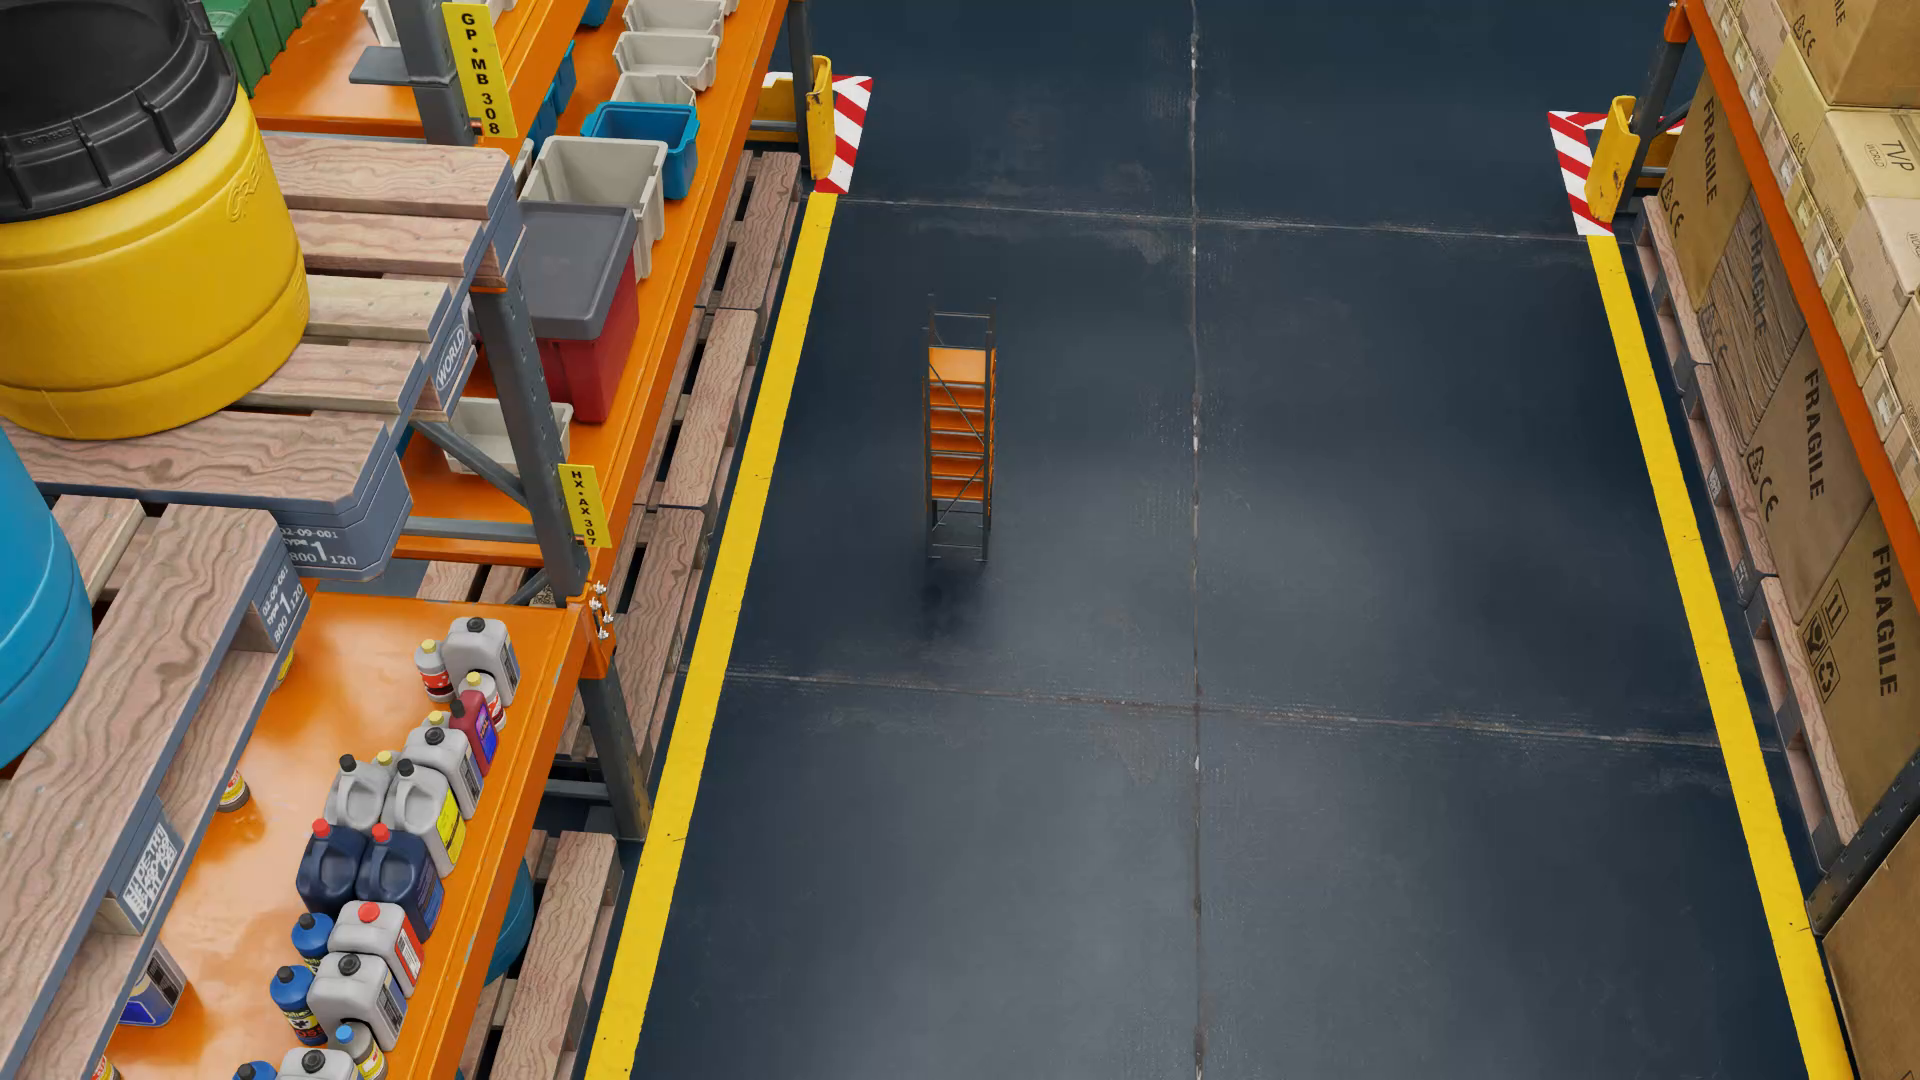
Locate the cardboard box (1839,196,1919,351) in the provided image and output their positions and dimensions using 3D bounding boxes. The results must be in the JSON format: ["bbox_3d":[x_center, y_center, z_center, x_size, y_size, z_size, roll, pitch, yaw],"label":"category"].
[{"bbox_3d":[3.215,-0.851,5.396,0.500,0.250,0.500,5,48,4],"label":"cardboard box"}]

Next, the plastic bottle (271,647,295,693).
[{"bbox_3d":[-1.945,0.246,4.525,0.144,0.351,0.185,4,48,4],"label":"plastic bottle"}]

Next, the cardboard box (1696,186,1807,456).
[{"bbox_3d":[3.648,-0.923,6.717,0.875,0.875,0.875,4,48,4],"label":"cardboard box"}]

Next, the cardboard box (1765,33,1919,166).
[{"bbox_3d":[3.307,-1.607,6.087,0.500,0.250,0.500,2,48,2],"label":"cardboard box"}]

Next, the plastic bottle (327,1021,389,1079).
[{"bbox_3d":[-1.376,1.167,3.785,0.097,0.201,0.097,0,48,0],"label":"plastic bottle"}]

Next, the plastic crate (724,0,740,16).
[{"bbox_3d":[-1.116,-2.296,6.955,0.396,0.136,0.243,4,48,4],"label":"plastic crate"}]

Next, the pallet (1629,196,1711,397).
[{"bbox_3d":[3.715,-1.109,7.621,1.003,0.211,1.213,4,48,4],"label":"pallet"}]

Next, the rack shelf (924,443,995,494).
[{"bbox_3d":[-0.001,-0.283,6.419,0.258,0.103,0.180,4,48,4],"label":"rack shelf"}]

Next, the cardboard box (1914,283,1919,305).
[{"bbox_3d":[3.171,-0.730,4.777,0.500,0.500,0.500,4,48,4],"label":"cardboard box"}]

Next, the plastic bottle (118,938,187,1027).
[{"bbox_3d":[-1.941,1.010,3.877,0.152,0.276,0.135,4,48,4],"label":"plastic bottle"}]

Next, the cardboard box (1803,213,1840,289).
[{"bbox_3d":[3.188,-0.996,5.799,0.380,0.149,0.250,5,48,4],"label":"cardboard box"}]

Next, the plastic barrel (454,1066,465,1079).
[{"bbox_3d":[-1.718,1.449,4.530,0.600,0.901,0.708,4,48,4],"label":"plastic barrel"}]

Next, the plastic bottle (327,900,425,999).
[{"bbox_3d":[-1.380,0.955,3.927,0.152,0.276,0.135,4,48,4],"label":"plastic bottle"}]

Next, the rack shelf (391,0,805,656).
[{"bbox_3d":[-1.405,-1.264,6.361,1.077,0.370,4.000,4,48,4],"label":"rack shelf"}]

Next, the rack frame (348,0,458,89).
[{"bbox_3d":[-1.587,-2.062,2.537,1.000,3.000,0.127,4,48,4],"label":"rack frame"}]

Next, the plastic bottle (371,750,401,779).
[{"bbox_3d":[-1.460,0.615,4.289,0.097,0.201,0.097,0,48,0],"label":"plastic bottle"}]

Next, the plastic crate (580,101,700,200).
[{"bbox_3d":[-1.154,-1.414,6.083,0.416,0.233,0.300,4,48,4],"label":"plastic crate"}]

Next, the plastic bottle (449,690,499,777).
[{"bbox_3d":[-1.276,0.487,4.351,0.061,0.283,0.133,4,48,4],"label":"plastic bottle"}]

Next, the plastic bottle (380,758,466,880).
[{"bbox_3d":[-1.345,0.677,4.131,0.144,0.351,0.185,4,48,4],"label":"plastic bottle"}]

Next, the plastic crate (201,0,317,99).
[{"bbox_3d":[-1.849,-1.309,4.026,0.450,0.188,0.662,4,48,4],"label":"plastic crate"}]

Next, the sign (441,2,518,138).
[{"bbox_3d":[-1.039,-1.014,3.606,0.100,0.325,0.005,4,48,4],"label":"sign"}]

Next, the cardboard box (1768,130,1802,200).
[{"bbox_3d":[3.234,-1.375,6.145,0.380,0.149,0.250,3,48,3],"label":"cardboard box"}]

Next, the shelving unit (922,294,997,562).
[{"bbox_3d":[-0.001,-0.394,6.298,0.258,1.200,0.189,4,48,4],"label":"shelving unit"}]

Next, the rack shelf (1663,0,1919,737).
[{"bbox_3d":[3.528,-0.931,6.056,1.077,0.370,4.000,4,48,4],"label":"rack shelf"}]

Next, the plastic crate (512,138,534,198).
[{"bbox_3d":[-1.727,-1.268,6.015,0.293,0.136,0.466,4,48,4],"label":"plastic crate"}]

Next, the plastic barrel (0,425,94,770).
[{"bbox_3d":[-1.590,-0.096,2.148,0.600,0.901,0.708,4,48,4],"label":"plastic barrel"}]

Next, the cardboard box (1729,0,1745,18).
[{"bbox_3d":[3.397,-2.358,6.774,0.500,0.250,0.500,3,48,2],"label":"cardboard box"}]

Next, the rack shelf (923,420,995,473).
[{"bbox_3d":[-0.001,-0.364,6.330,0.258,0.103,0.180,4,48,4],"label":"rack shelf"}]

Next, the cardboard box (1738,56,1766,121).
[{"bbox_3d":[3.282,-1.751,6.489,0.380,0.149,0.250,3,48,3],"label":"cardboard box"}]

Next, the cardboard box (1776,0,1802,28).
[{"bbox_3d":[3.352,-2.244,6.161,0.500,0.500,0.500,3,48,3],"label":"cardboard box"}]

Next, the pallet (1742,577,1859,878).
[{"bbox_3d":[3.493,0.684,5.981,1.003,0.211,1.213,4,48,4],"label":"pallet"}]

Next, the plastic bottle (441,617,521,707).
[{"bbox_3d":[-1.301,0.316,4.512,0.152,0.276,0.135,4,48,4],"label":"plastic bottle"}]

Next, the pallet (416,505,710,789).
[{"bbox_3d":[-1.558,0.361,6.276,1.003,0.211,1.213,4,48,4],"label":"pallet"}]

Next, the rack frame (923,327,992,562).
[{"bbox_3d":[-0.010,-0.327,6.236,0.240,1.200,0.006,4,48,4],"label":"rack frame"}]

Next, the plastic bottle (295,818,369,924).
[{"bbox_3d":[-1.505,0.803,4.016,0.144,0.351,0.185,4,48,4],"label":"plastic bottle"}]

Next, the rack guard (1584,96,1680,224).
[{"bbox_3d":[3.712,-1.817,8.073,1.175,0.500,0.348,4,48,4],"label":"rack guard"}]

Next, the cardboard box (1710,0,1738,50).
[{"bbox_3d":[3.327,-2.131,6.837,0.380,0.149,0.250,3,48,3],"label":"cardboard box"}]

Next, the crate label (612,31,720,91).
[{"bbox_3d":[-1.158,-1.878,6.573,0.396,0.136,0.243,4,48,4],"label":"crate label"}]

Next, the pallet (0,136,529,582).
[{"bbox_3d":[-1.561,-0.403,3.181,1.213,0.211,1.003,4,48,4],"label":"pallet"}]

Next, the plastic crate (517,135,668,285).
[{"bbox_3d":[-1.264,-1.127,5.787,0.437,0.282,0.530,4,48,4],"label":"plastic crate"}]

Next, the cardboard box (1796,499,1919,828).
[{"bbox_3d":[3.485,0.392,5.514,0.875,0.875,0.875,4,48,4],"label":"cardboard box"}]

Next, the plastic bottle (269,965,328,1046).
[{"bbox_3d":[-1.518,1.061,3.834,0.097,0.271,0.097,0,48,0],"label":"plastic bottle"}]

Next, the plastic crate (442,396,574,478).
[{"bbox_3d":[-1.402,-0.300,5.130,0.396,0.136,0.243,4,48,4],"label":"plastic crate"}]

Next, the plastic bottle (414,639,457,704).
[{"bbox_3d":[-1.427,0.347,4.535,0.097,0.201,0.097,0,48,0],"label":"plastic bottle"}]

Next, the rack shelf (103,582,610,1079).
[{"bbox_3d":[-1.769,1.676,3.672,1.077,0.370,4.000,4,48,4],"label":"rack shelf"}]

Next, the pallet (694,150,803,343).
[{"bbox_3d":[-1.336,-1.432,7.916,1.003,0.211,1.213,4,48,4],"label":"pallet"}]

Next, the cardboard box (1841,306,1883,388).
[{"bbox_3d":[3.140,-0.621,5.456,0.380,0.149,0.250,5,48,4],"label":"cardboard box"}]

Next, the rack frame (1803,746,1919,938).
[{"bbox_3d":[3.346,0.296,4.446,1.000,3.000,0.127,4,48,4],"label":"rack frame"}]

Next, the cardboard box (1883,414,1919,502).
[{"bbox_3d":[3.094,-0.243,5.110,0.380,0.149,0.250,3,48,3],"label":"cardboard box"}]

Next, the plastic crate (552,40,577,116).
[{"bbox_3d":[-1.693,-1.813,6.448,0.416,0.233,0.300,4,48,4],"label":"plastic crate"}]

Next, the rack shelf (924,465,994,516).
[{"bbox_3d":[-0.001,-0.202,6.507,0.258,0.103,0.180,4,48,4],"label":"rack shelf"}]
